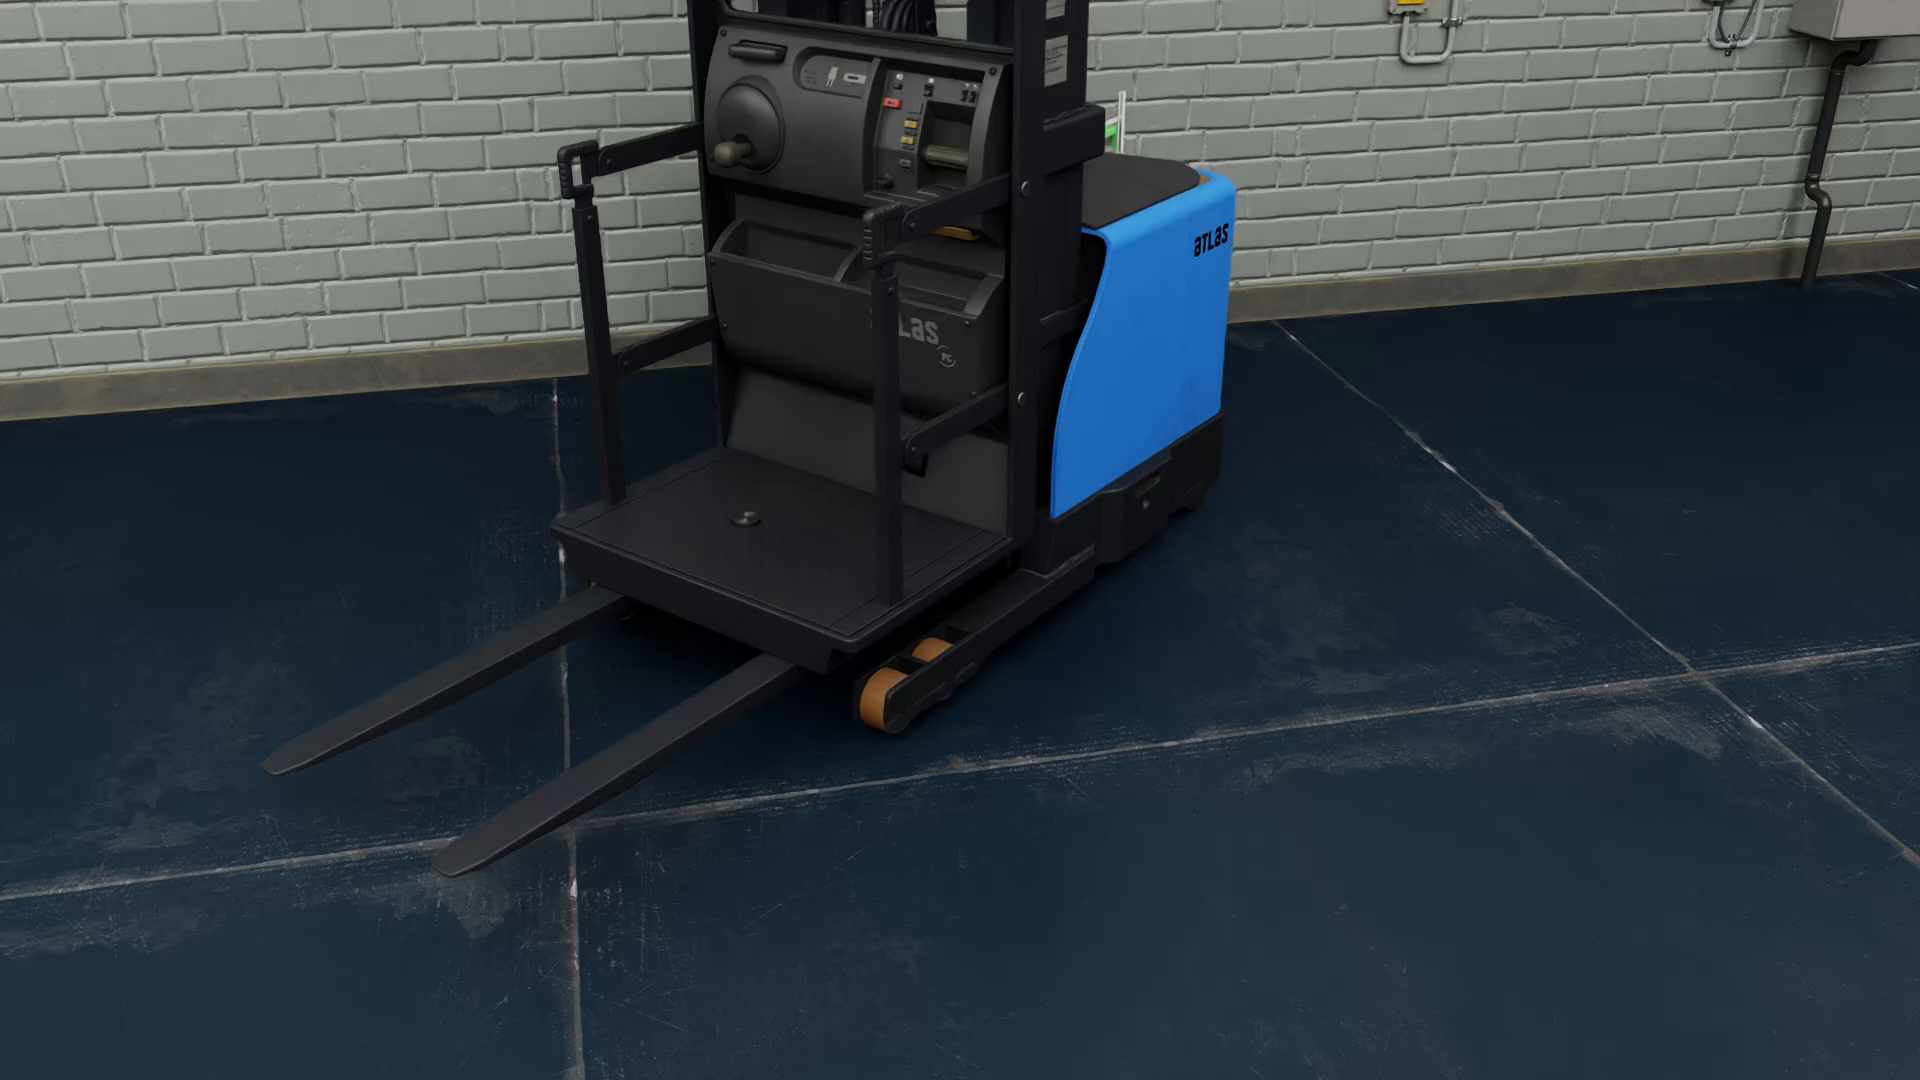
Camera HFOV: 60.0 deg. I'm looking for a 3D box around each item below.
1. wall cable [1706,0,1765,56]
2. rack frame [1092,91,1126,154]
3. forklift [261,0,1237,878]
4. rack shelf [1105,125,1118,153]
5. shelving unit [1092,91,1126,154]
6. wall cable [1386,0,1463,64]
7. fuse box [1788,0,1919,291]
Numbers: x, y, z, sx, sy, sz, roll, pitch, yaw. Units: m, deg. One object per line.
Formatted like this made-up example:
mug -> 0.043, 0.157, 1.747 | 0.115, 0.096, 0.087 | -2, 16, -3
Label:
wall cable -> 3.138, -2.911, 6.561 | 0.588, 1.984, 0.122 | -6, 27, -12
rack frame -> 0.487, -0.919, 5.740 | 0.015, 1.200, 0.240 | 15, 30, 27
forklift -> -0.414, -1.061, 4.099 | 1.130, 2.935, 3.031 | 18, 32, 32
rack shelf -> 0.278, -1.347, 5.664 | 0.480, 0.148, 0.258 | 15, 30, 27
shelving unit -> 0.278, -0.976, 5.852 | 0.503, 1.200, 0.258 | 15, 30, 27
wall cable -> 1.758, -2.776, 6.259 | 0.585, 1.953, 0.123 | -6, 27, -12
fuse box -> 3.838, -1.883, 7.081 | 0.539, 1.711, 0.414 | -6, 27, -12
